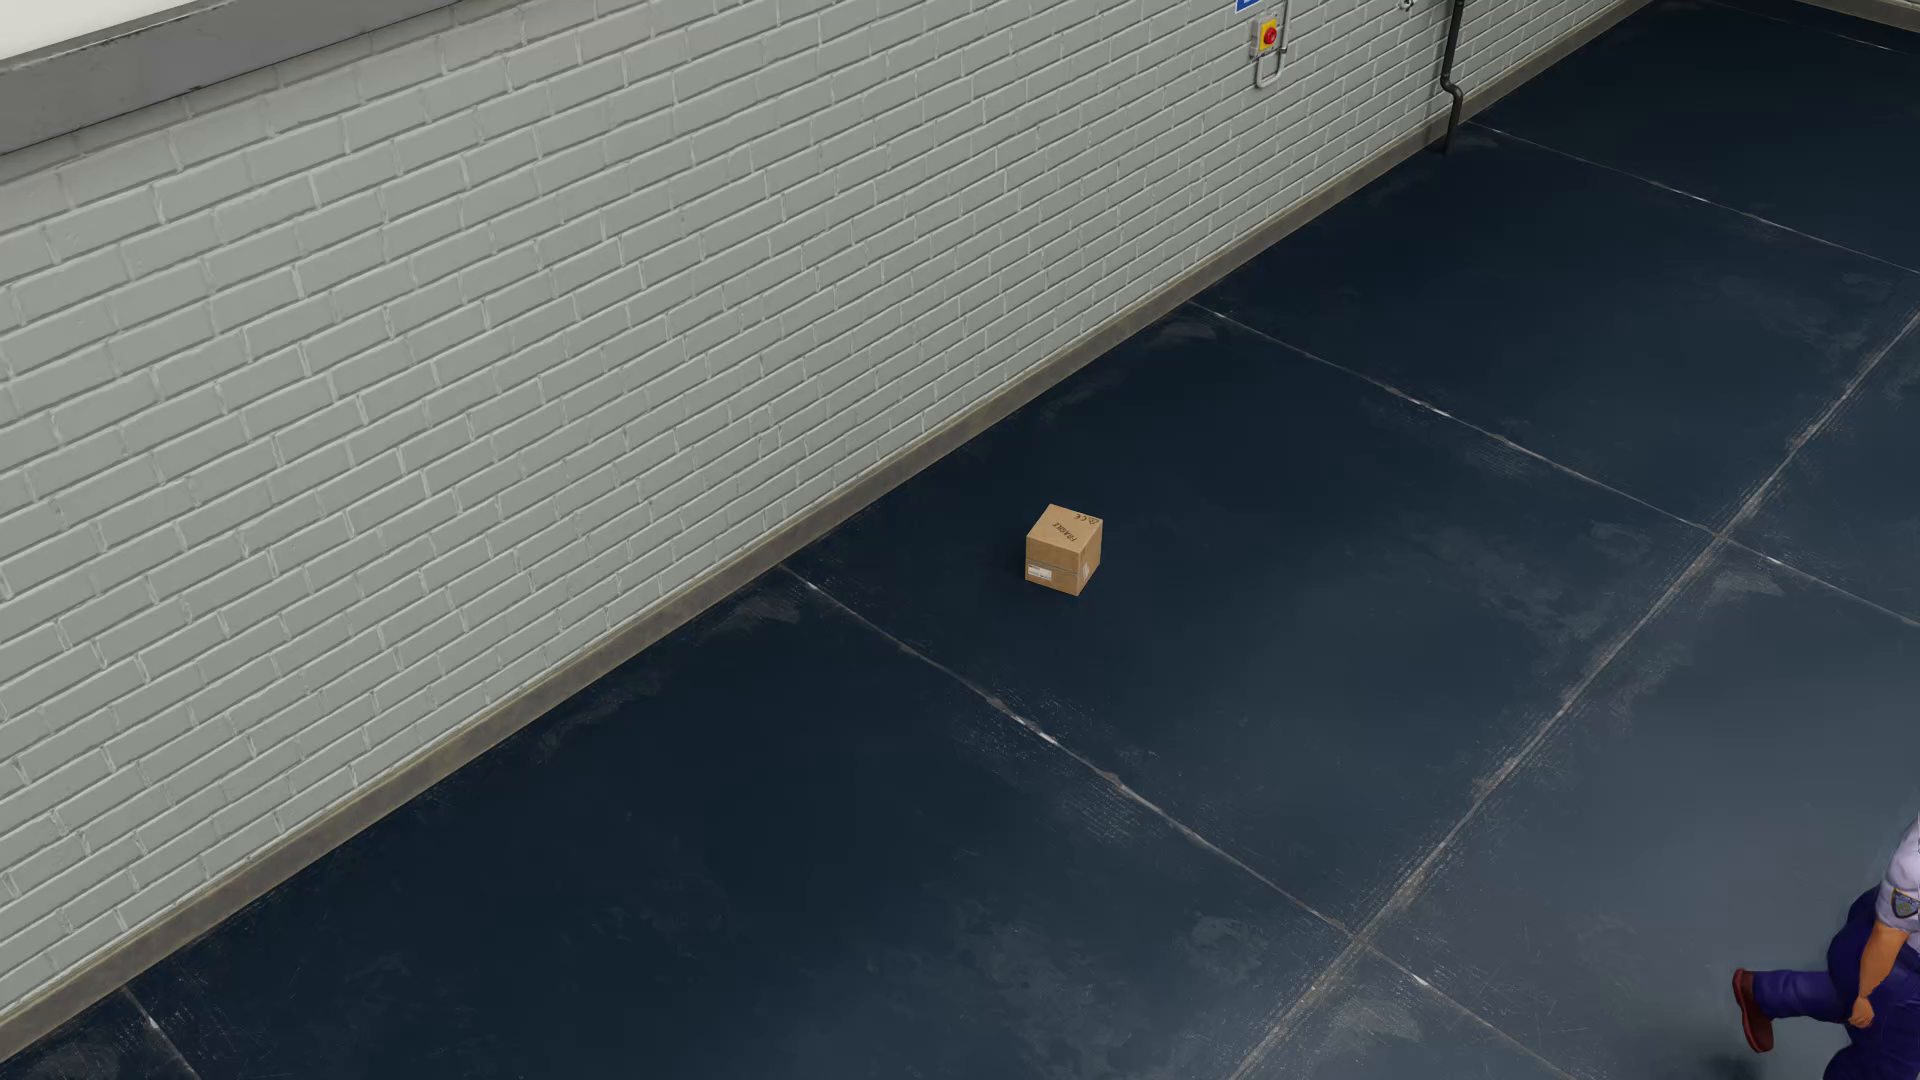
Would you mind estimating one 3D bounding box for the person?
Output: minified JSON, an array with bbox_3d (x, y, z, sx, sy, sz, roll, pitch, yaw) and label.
[{"bbox_3d":[2.651,1.151,4.750,0.646,1.628,0.480,29,48,31],"label":"person"}]
